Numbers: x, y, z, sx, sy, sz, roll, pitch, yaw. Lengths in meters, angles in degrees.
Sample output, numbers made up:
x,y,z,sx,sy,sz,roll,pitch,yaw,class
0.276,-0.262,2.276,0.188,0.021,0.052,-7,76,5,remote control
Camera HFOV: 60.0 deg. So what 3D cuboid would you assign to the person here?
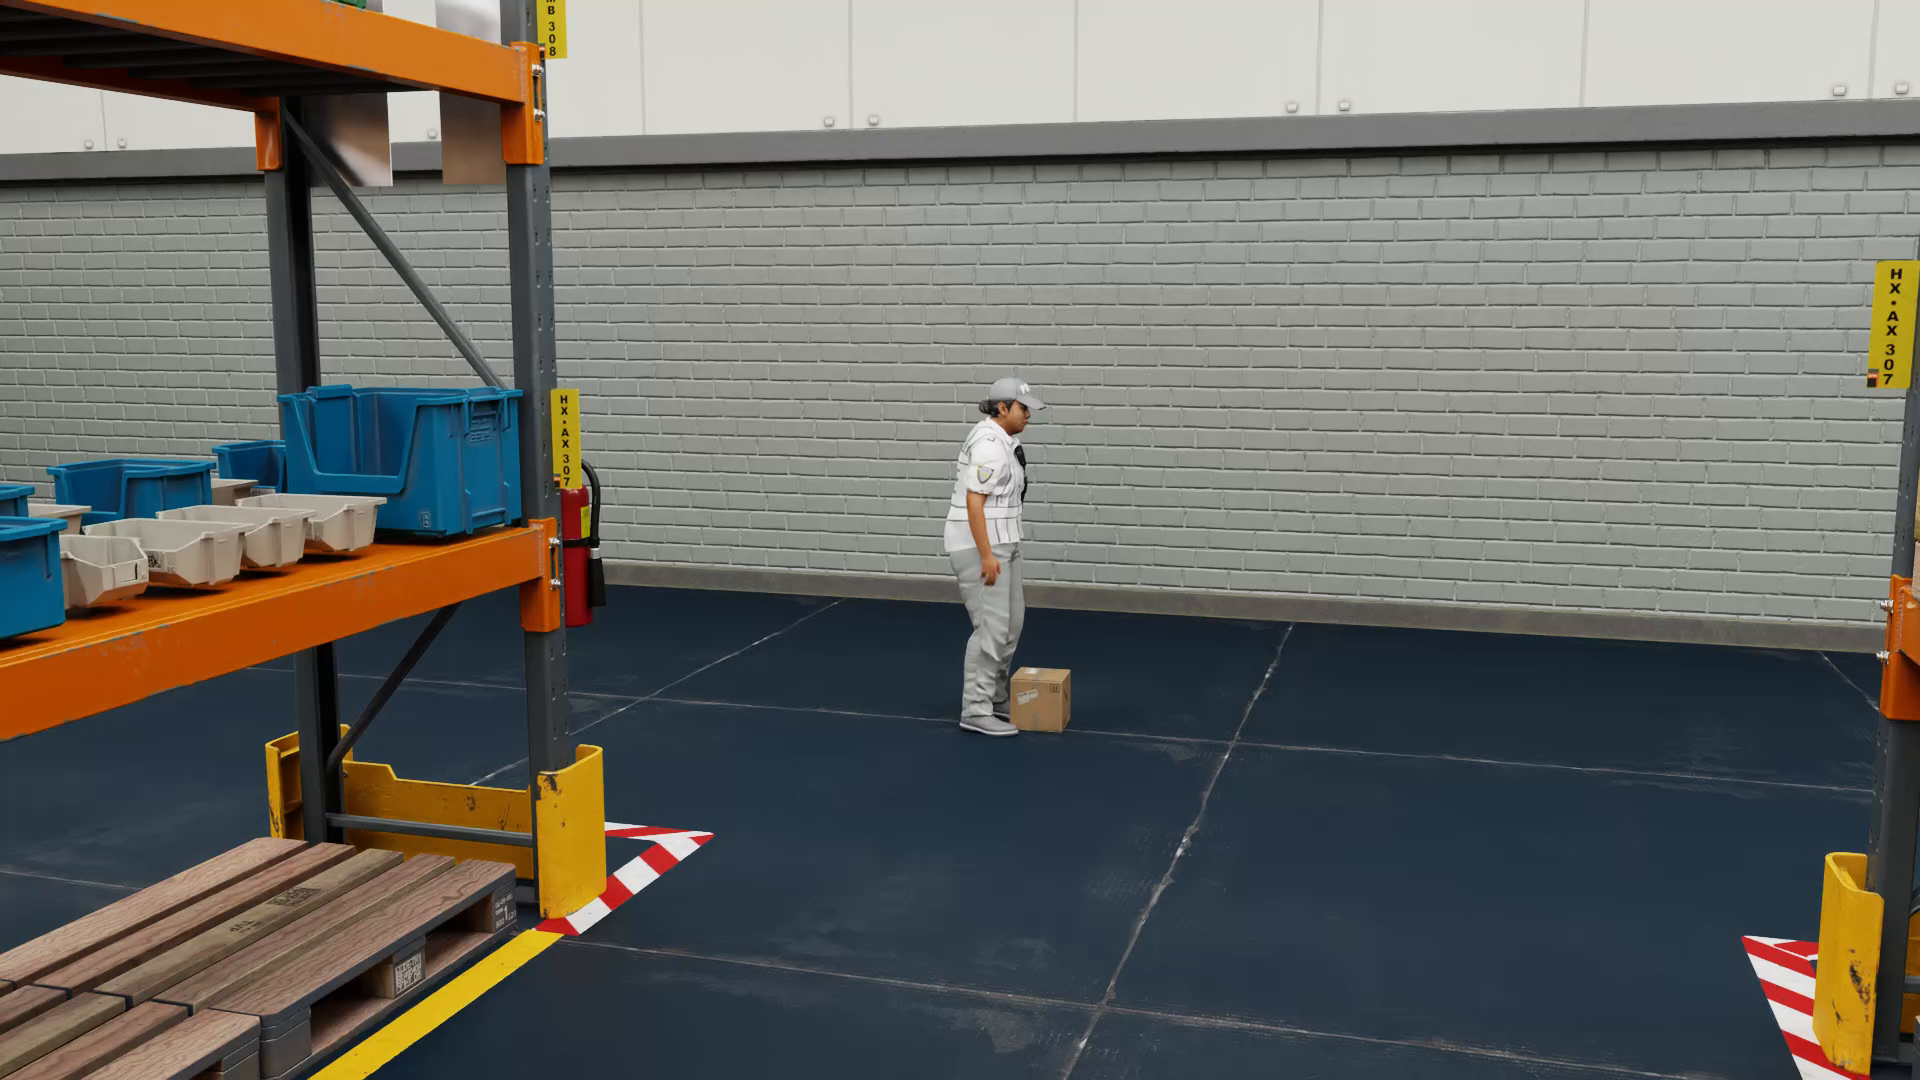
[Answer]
x,y,z,sx,sy,sz,roll,pitch,yaw,class
0.171,0.059,7.923,0.467,1.665,0.555,2,9,13,person
